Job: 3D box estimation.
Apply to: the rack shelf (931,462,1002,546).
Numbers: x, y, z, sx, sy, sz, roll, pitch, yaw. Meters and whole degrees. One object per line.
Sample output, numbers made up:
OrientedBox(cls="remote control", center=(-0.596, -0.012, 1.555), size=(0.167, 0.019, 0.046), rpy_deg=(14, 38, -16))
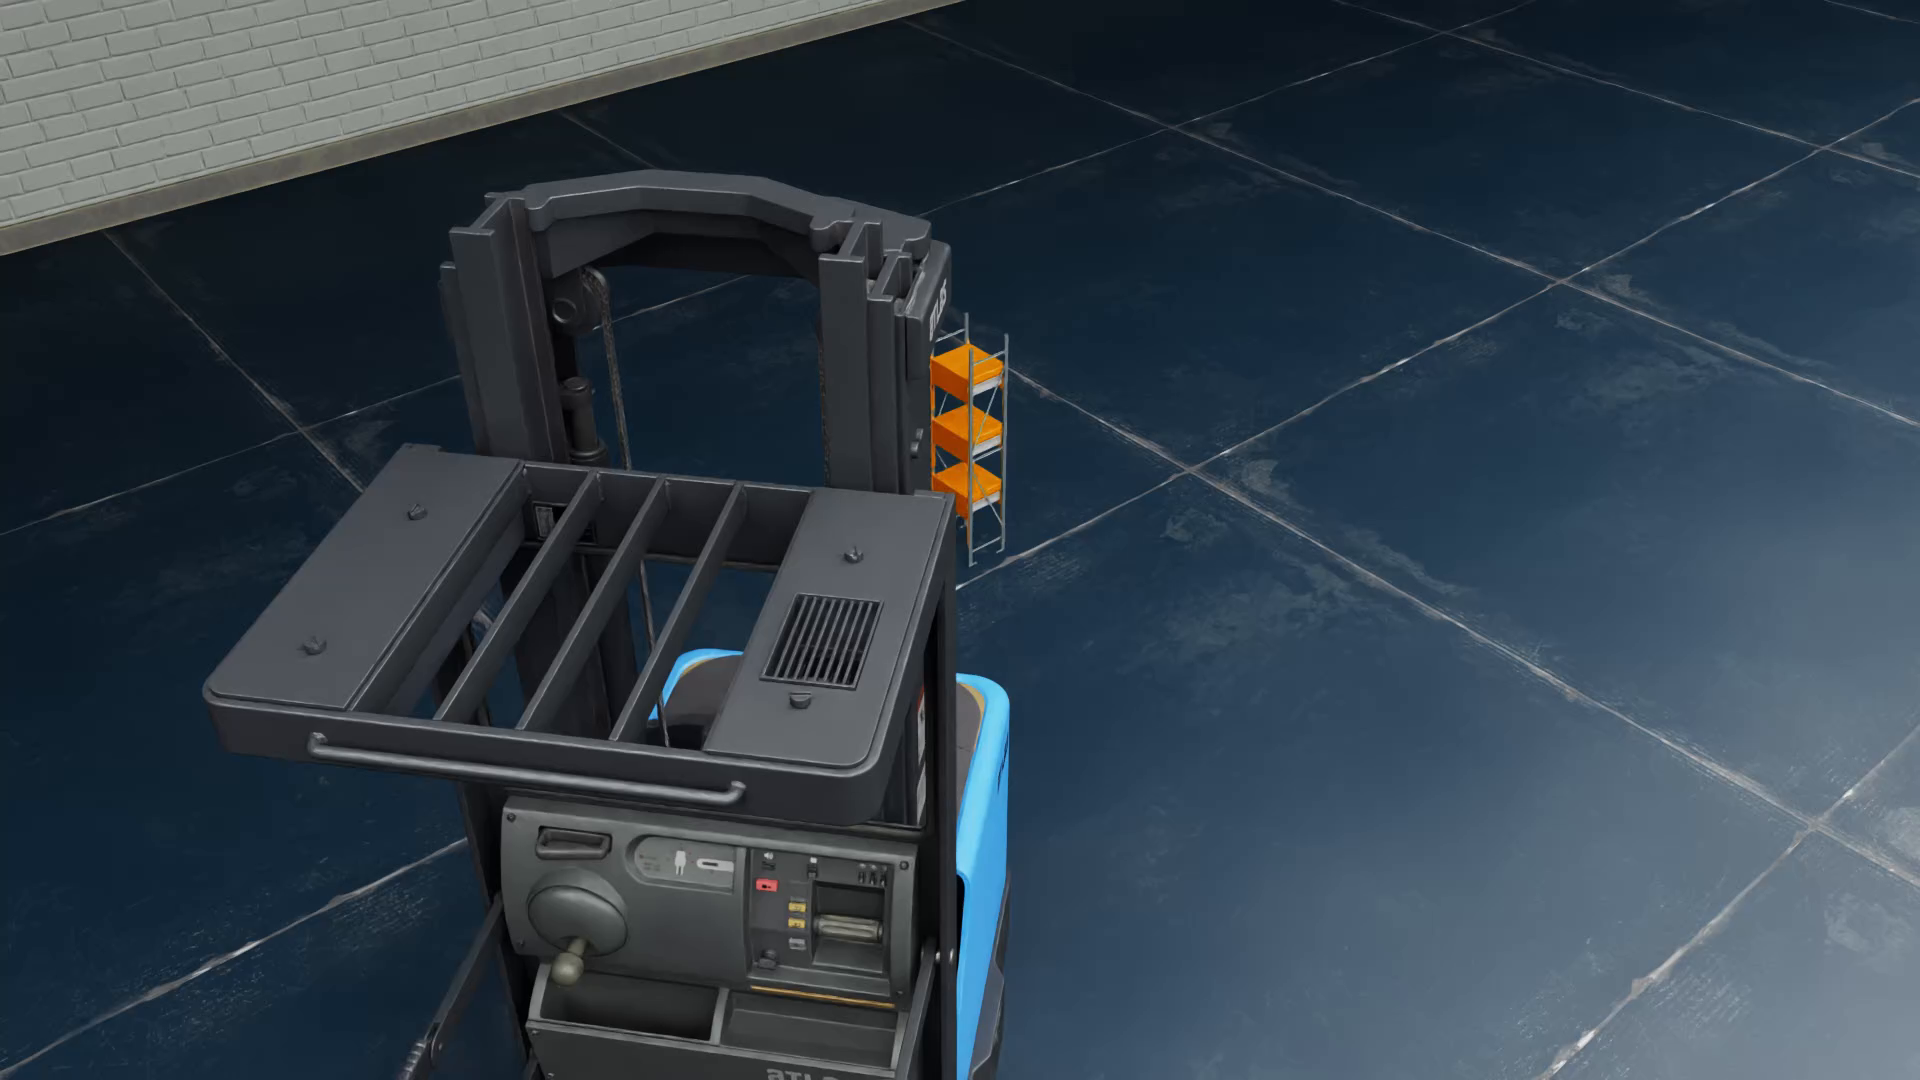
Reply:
OrientedBox(cls="rack shelf", center=(0.035, -0.169, 7.080), size=(0.215, 0.259, 0.240), rpy_deg=(-26, 43, -32))

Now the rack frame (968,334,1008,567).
OrientedBox(cls="rack frame", center=(0.113, -0.351, 6.837), size=(0.200, 1.050, 0.008), rpy_deg=(-26, 43, -32))

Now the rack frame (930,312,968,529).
OrientedBox(cls="rack frame", center=(-0.044, -0.459, 6.989), size=(0.200, 1.050, 0.008), rpy_deg=(-26, 43, -32))

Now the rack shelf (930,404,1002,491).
OrientedBox(cls="rack shelf", center=(0.035, -0.396, 6.919), size=(0.215, 0.259, 0.240), rpy_deg=(-26, 43, -32))

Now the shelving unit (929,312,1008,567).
OrientedBox(cls="shelving unit", center=(0.035, -0.405, 6.913), size=(0.215, 1.050, 0.252), rpy_deg=(-26, 43, -32))

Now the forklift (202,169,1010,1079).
OrientedBox(cls="forklift", center=(-0.591, 0.874, 3.480), size=(1.130, 2.935, 3.031), rpy_deg=(5, 36, 8))

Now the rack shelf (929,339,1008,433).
OrientedBox(cls="rack shelf", center=(0.035, -0.628, 6.755), size=(0.215, 0.259, 0.240), rpy_deg=(-26, 43, -32))
